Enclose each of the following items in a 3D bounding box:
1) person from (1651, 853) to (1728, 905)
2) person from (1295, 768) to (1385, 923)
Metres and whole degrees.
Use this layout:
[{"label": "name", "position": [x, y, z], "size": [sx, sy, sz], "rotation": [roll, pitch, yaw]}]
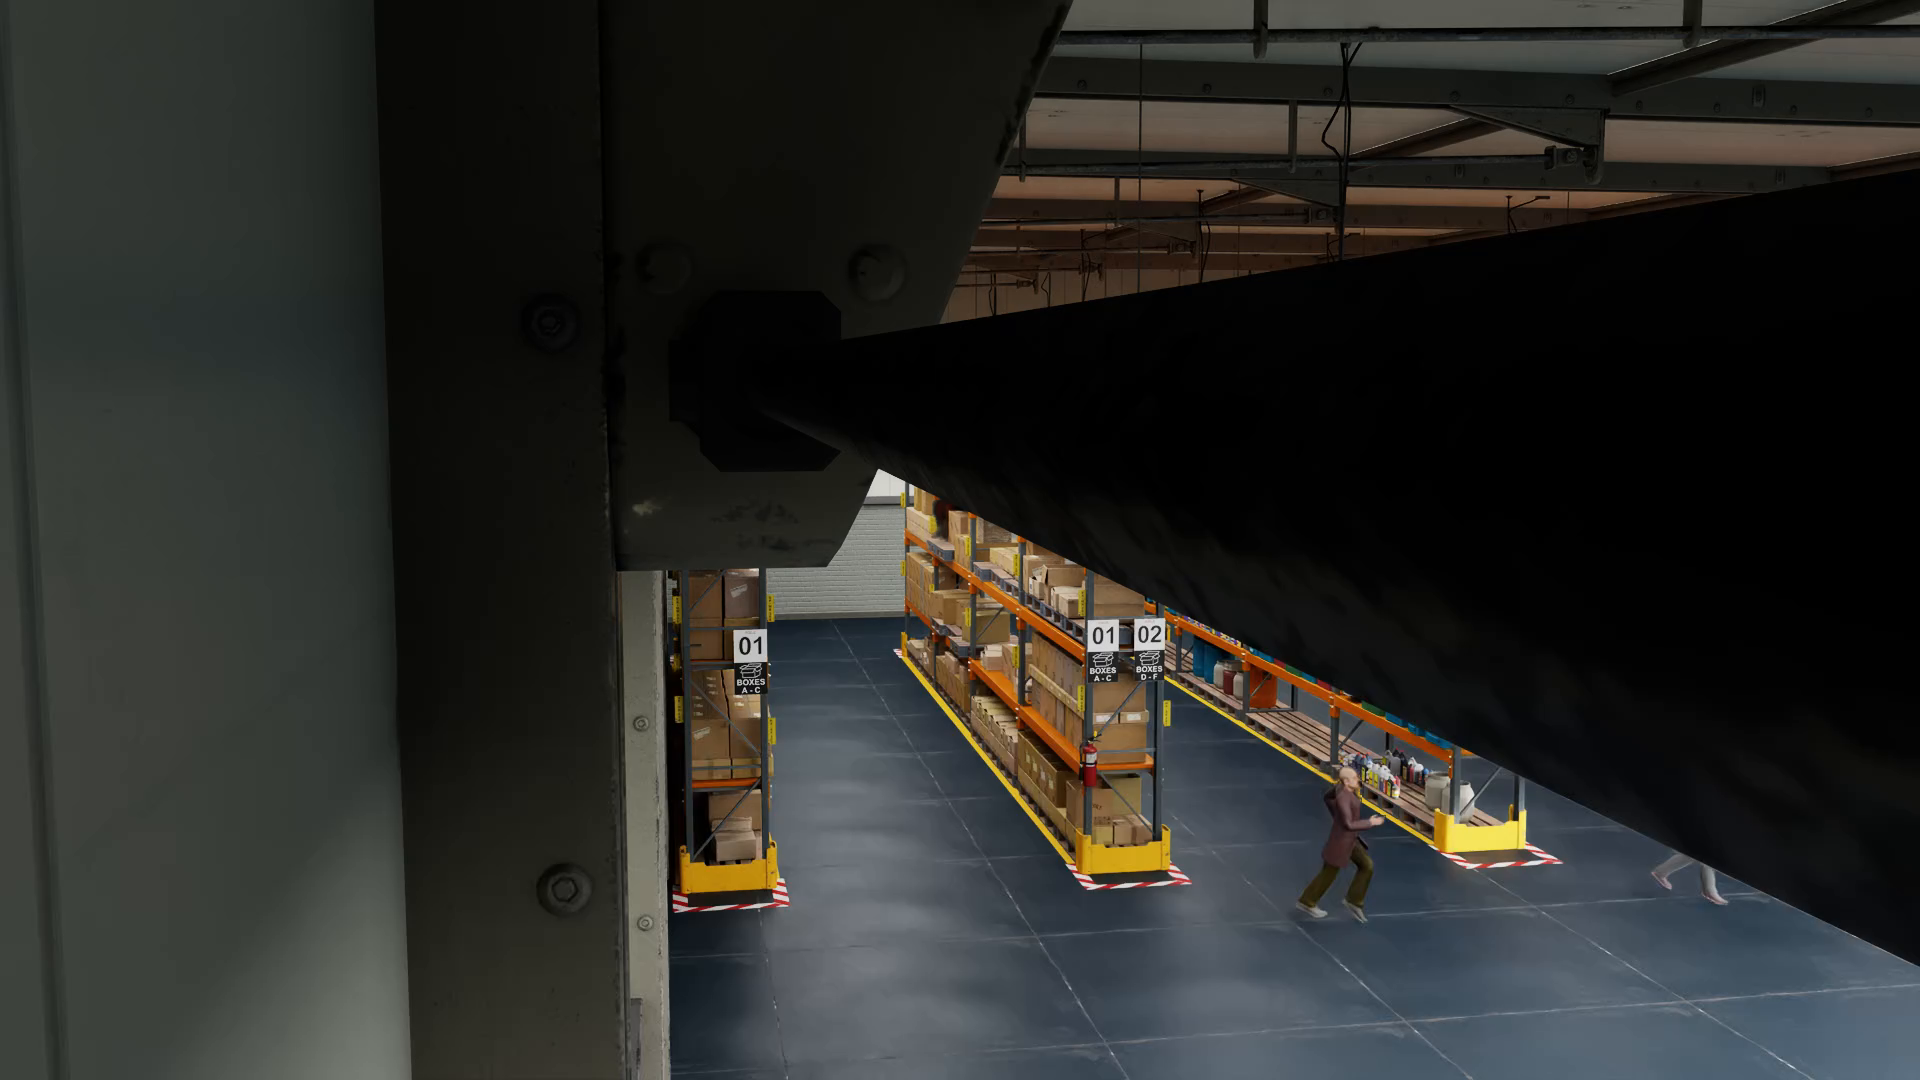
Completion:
[{"label": "person", "position": [8.725, 3.459, 19.821], "size": [0.870, 1.678, 0.566], "rotation": [3, 7, 29]}, {"label": "person", "position": [4.354, 3.484, 19.002], "size": [0.970, 1.824, 0.727], "rotation": [2, 6, 21]}]
